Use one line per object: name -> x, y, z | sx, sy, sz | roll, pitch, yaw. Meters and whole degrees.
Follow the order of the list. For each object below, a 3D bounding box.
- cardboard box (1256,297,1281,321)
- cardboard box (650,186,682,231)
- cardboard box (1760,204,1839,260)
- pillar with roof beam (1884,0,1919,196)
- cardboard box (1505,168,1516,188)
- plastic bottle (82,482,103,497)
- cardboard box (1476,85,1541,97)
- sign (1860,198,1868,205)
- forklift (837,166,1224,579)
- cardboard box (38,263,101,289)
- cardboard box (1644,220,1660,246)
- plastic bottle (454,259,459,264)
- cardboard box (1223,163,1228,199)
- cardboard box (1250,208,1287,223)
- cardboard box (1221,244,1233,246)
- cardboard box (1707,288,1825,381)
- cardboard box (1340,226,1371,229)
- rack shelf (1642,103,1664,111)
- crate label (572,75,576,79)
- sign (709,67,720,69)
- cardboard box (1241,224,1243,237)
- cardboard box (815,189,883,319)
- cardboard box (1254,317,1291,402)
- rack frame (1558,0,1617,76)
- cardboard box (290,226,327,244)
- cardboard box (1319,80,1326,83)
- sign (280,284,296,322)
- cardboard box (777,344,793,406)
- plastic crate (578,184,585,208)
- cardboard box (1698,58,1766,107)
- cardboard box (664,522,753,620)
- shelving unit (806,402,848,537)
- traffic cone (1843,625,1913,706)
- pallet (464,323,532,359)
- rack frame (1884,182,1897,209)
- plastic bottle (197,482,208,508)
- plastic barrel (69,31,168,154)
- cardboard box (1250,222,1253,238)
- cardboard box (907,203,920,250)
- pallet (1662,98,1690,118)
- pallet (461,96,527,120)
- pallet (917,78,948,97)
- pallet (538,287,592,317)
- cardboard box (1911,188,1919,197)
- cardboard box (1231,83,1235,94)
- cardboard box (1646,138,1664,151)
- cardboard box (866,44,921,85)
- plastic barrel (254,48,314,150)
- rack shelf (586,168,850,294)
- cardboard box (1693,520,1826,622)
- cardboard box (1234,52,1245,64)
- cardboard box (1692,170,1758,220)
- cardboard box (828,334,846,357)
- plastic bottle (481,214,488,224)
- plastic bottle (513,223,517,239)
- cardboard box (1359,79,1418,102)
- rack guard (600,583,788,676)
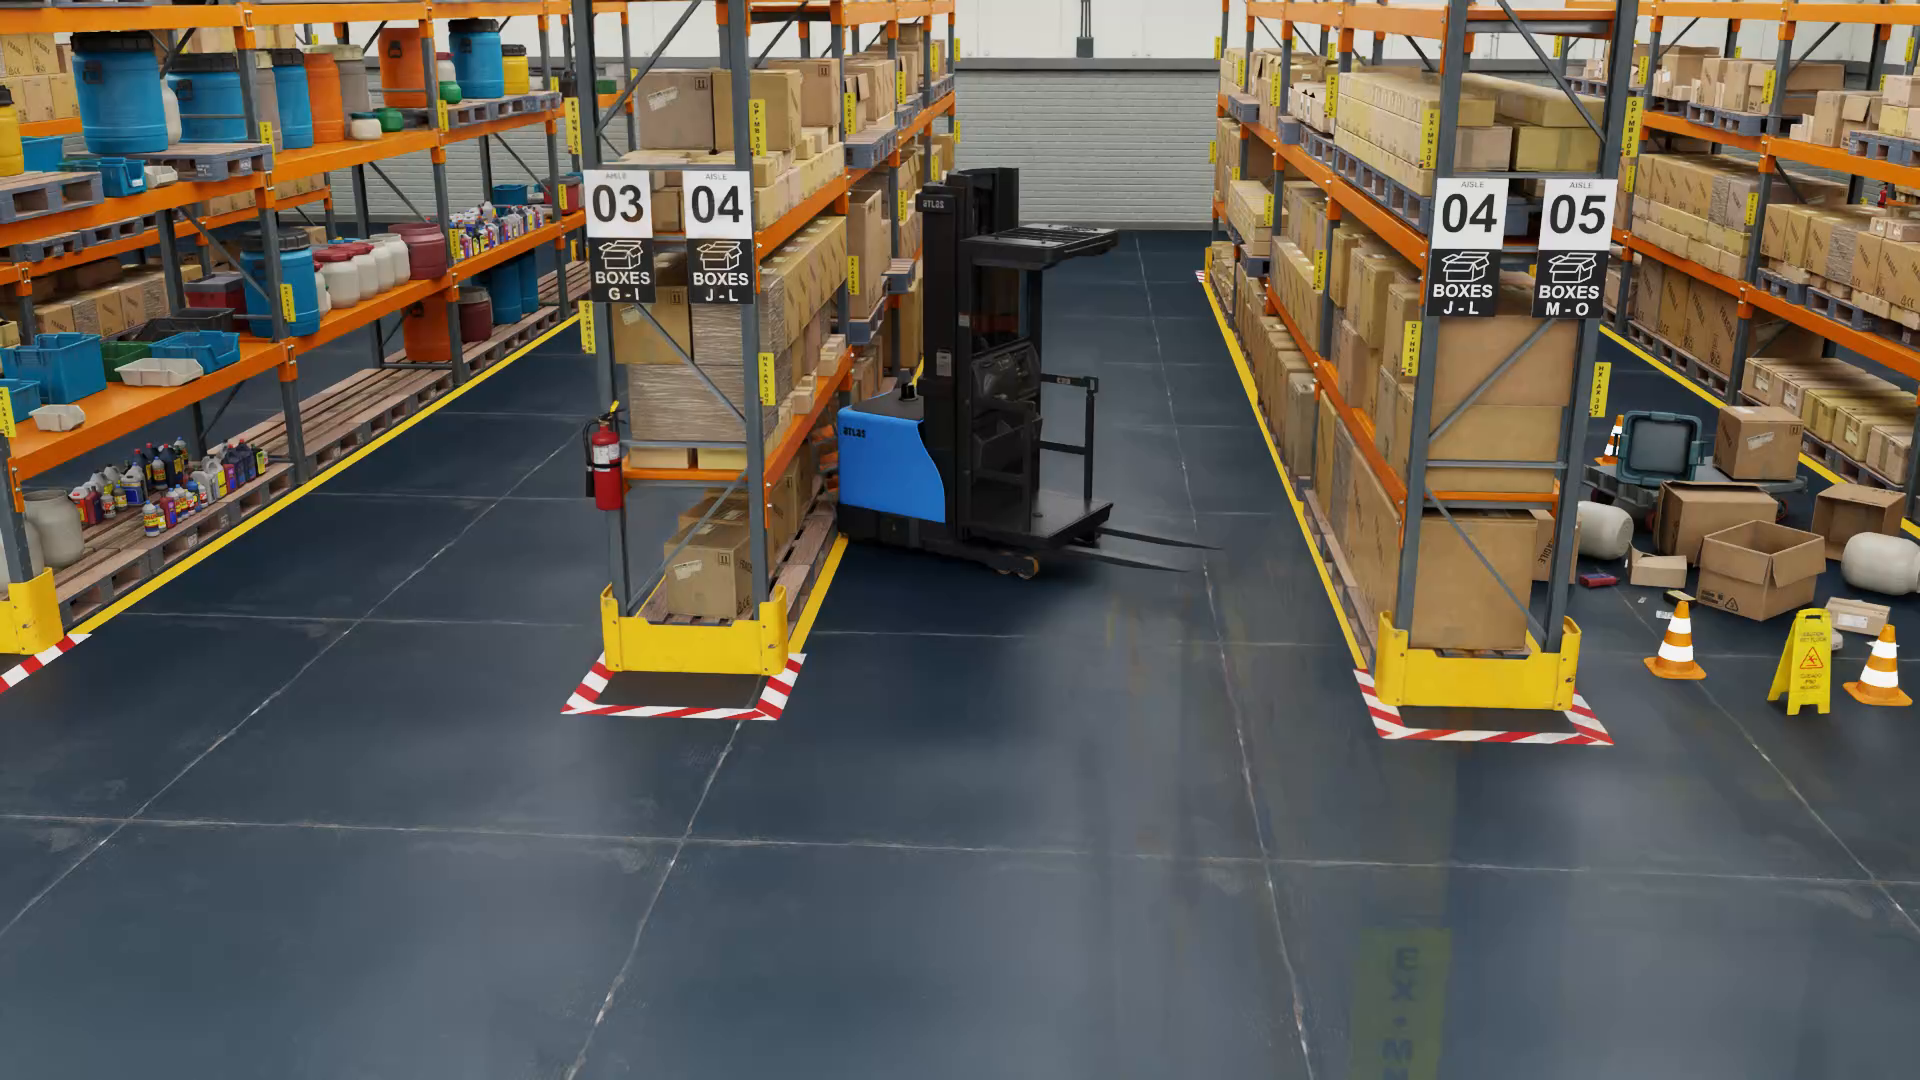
cardboard box -> 3.568, -2.520, 18.432 | 0.500, 0.250, 0.500 | 1, 18, 3
cardboard box -> -1.952, -2.101, 10.440 | 0.500, 0.250, 0.500 | 2, 18, 5
cardboard box -> 8.462, -3.108, 16.779 | 0.500, 0.500, 0.500 | 1, 18, 2
pillar with roof beam -> 11.048, -8.994, 26.418 | 9.100, 9.000, 0.400 | 1, 18, 4
cardboard box -> 3.587, -2.258, 10.249 | 0.380, 0.149, 0.250 | 1, 18, 4
plastic bottle -> -6.924, -0.317, 13.242 | 0.152, 0.276, 0.135 | 1, 18, 2
cardboard box -> 3.658, -2.952, 11.085 | 0.380, 0.149, 0.250 | 2, 18, 5
sign -> 9.267, -3.358, 17.121 | 0.100, 0.325, 0.005 | 1, 18, 4
forklift -> 0.533, -1.290, 12.653 | 3.031, 2.935, 1.130 | 11, 21, 30
cardboard box -> -11.139, -3.307, 20.801 | 0.500, 0.250, 0.500 | 1, 18, 3
cardboard box -> 8.681, -3.734, 20.242 | 0.500, 0.250, 0.500 | 1, 18, 3
plastic bottle -> -5.747, -3.254, 18.737 | 0.152, 0.276, 0.135 | 1, 18, 4
cardboard box -> 3.955, -4.997, 23.217 | 0.500, 0.500, 0.500 | 1, 18, 2
cardboard box -> 3.378, -3.537, 18.173 | 0.380, 0.149, 0.250 | 1, 18, 3
cardboard box -> 4.077, -4.302, 24.684 | 0.380, 0.149, 0.250 | 2, 18, 5
cardboard box -> 8.857, -2.257, 18.231 | 0.875, 0.875, 0.875 | 1, 18, 3
cardboard box -> 3.523, -2.368, 14.067 | 0.700, 0.500, 0.500 | 1, 18, 3
rack shelf -> 9.155, -5.801, 22.649 | 1.077, 0.370, 4.000 | 1, 18, 4
crate label -> -5.915, -6.746, 24.616 | 0.408, 0.251, 0.502 | 1, 18, 4
sign -> -2.000, -3.703, 13.626 | 0.100, 0.325, 0.005 | 1, 18, 4
cardboard box -> 3.454, -3.575, 19.246 | 0.380, 0.149, 0.250 | 2, 18, 6
cardboard box -> -1.250, -2.562, 14.785 | 1.000, 1.000, 1.000 | 1, 18, 4
cardboard box -> 3.647, -1.877, 17.272 | 1.050, 0.750, 0.750 | 1, 18, 3
rack frame -> 9.298, -8.190, 23.966 | 1.000, 3.000, 0.127 | 1, 18, 4
cardboard box -> -10.260, -4.629, 26.042 | 0.500, 0.500, 0.500 | 1, 18, 4
cardboard box -> 4.115, -4.733, 18.073 | 0.500, 0.500, 0.500 | 1, 18, 4
sign -> -5.839, -2.060, 14.447 | 0.100, 0.325, 0.005 | 1, 18, 4
cardboard box -> -1.671, -1.262, 11.820 | 0.875, 0.500, 0.500 | 1, 18, 4
plastic crate -> -5.520, -4.871, 23.565 | 0.437, 0.282, 0.530 | 1, 18, 4
cardboard box -> 8.562, -5.081, 18.459 | 0.500, 0.500, 0.500 | 1, 18, 4
cardboard box -> -1.672, 0.204, 11.324 | 0.500, 0.500, 0.500 | 5, 19, 14
shelving unit -> -1.049, -0.668, 13.529 | 0.258, 1.200, 0.503 | -19, 14, -1
traffic cone -> 5.764, 0.754, 10.378 | 0.336, 0.463, 0.334 | 1, 18, 4
pallet -> -5.995, -2.485, 20.667 | 1.003, 0.211, 1.213 | 1, 18, 4
rack frame -> 14.249, -5.229, 24.565 | 1.000, 3.000, 0.127 | 1, 18, 4
plastic bottle -> -6.179, -0.369, 13.520 | 0.097, 0.201, 0.097 | 0, 18, 0
plastic barrel -> -6.565, -3.500, 12.992 | 0.600, 0.901, 0.708 | 1, 18, 4
cardboard box -> 3.379, -3.402, 18.238 | 0.380, 0.149, 0.250 | 2, 18, 6
cardboard box -> -0.748, -3.743, 19.867 | 0.500, 0.500, 0.500 | 1, 18, 4
pallet -> 8.995, -5.145, 19.799 | 0.805, 0.209, 1.217 | 1, 18, 2
pallet -> -5.850, -5.166, 19.858 | 1.003, 0.211, 1.213 | 1, 18, 4
pallet -> -0.714, -6.333, 23.258 | 1.003, 0.211, 1.213 | 1, 18, 4
pallet -> -5.799, -3.333, 23.255 | 1.003, 0.211, 1.213 | 1, 18, 4
cardboard box -> 13.912, -5.008, 23.653 | 0.500, 0.250, 0.500 | 1, 18, 5
cardboard box -> 3.916, -6.001, 22.344 | 0.500, 0.250, 0.500 | 1, 18, 3
cardboard box -> 8.716, -5.030, 21.150 | 0.380, 0.149, 0.250 | 1, 18, 3
cardboard box -> -0.877, -6.282, 21.966 | 0.700, 0.500, 0.500 | 0, 18, 1
plastic barrel -> -6.473, -4.177, 15.730 | 0.600, 0.901, 0.708 | 1, 18, 4
rack shelf -> -1.590, -2.296, 11.950 | 1.077, 0.370, 4.000 | 1, 18, 4
cardboard box -> 5.752, 0.214, 11.960 | 0.797, 0.503, 0.637 | -13, 22, -34
cardboard box -> 3.884, -6.463, 22.309 | 0.380, 0.149, 0.250 | 1, 18, 4
cardboard box -> 8.572, -3.857, 18.611 | 0.500, 0.500, 0.500 | 1, 18, 4
cardboard box -> -1.169, -1.641, 14.016 | 0.380, 0.149, 0.250 | 1, 18, 4
plastic bottle -> -6.127, -4.088, 21.401 | 0.097, 0.201, 0.097 | 0, 18, 0
plastic bottle -> -5.572, -3.856, 20.693 | 0.097, 0.201, 0.097 | 0, 18, 0
cardboard box -> 3.057, -3.201, 11.846 | 0.380, 0.149, 0.250 | 1, 18, 5
rack guard -> -1.728, 0.573, 10.871 | 1.175, 0.500, 0.348 | 1, 18, 4
